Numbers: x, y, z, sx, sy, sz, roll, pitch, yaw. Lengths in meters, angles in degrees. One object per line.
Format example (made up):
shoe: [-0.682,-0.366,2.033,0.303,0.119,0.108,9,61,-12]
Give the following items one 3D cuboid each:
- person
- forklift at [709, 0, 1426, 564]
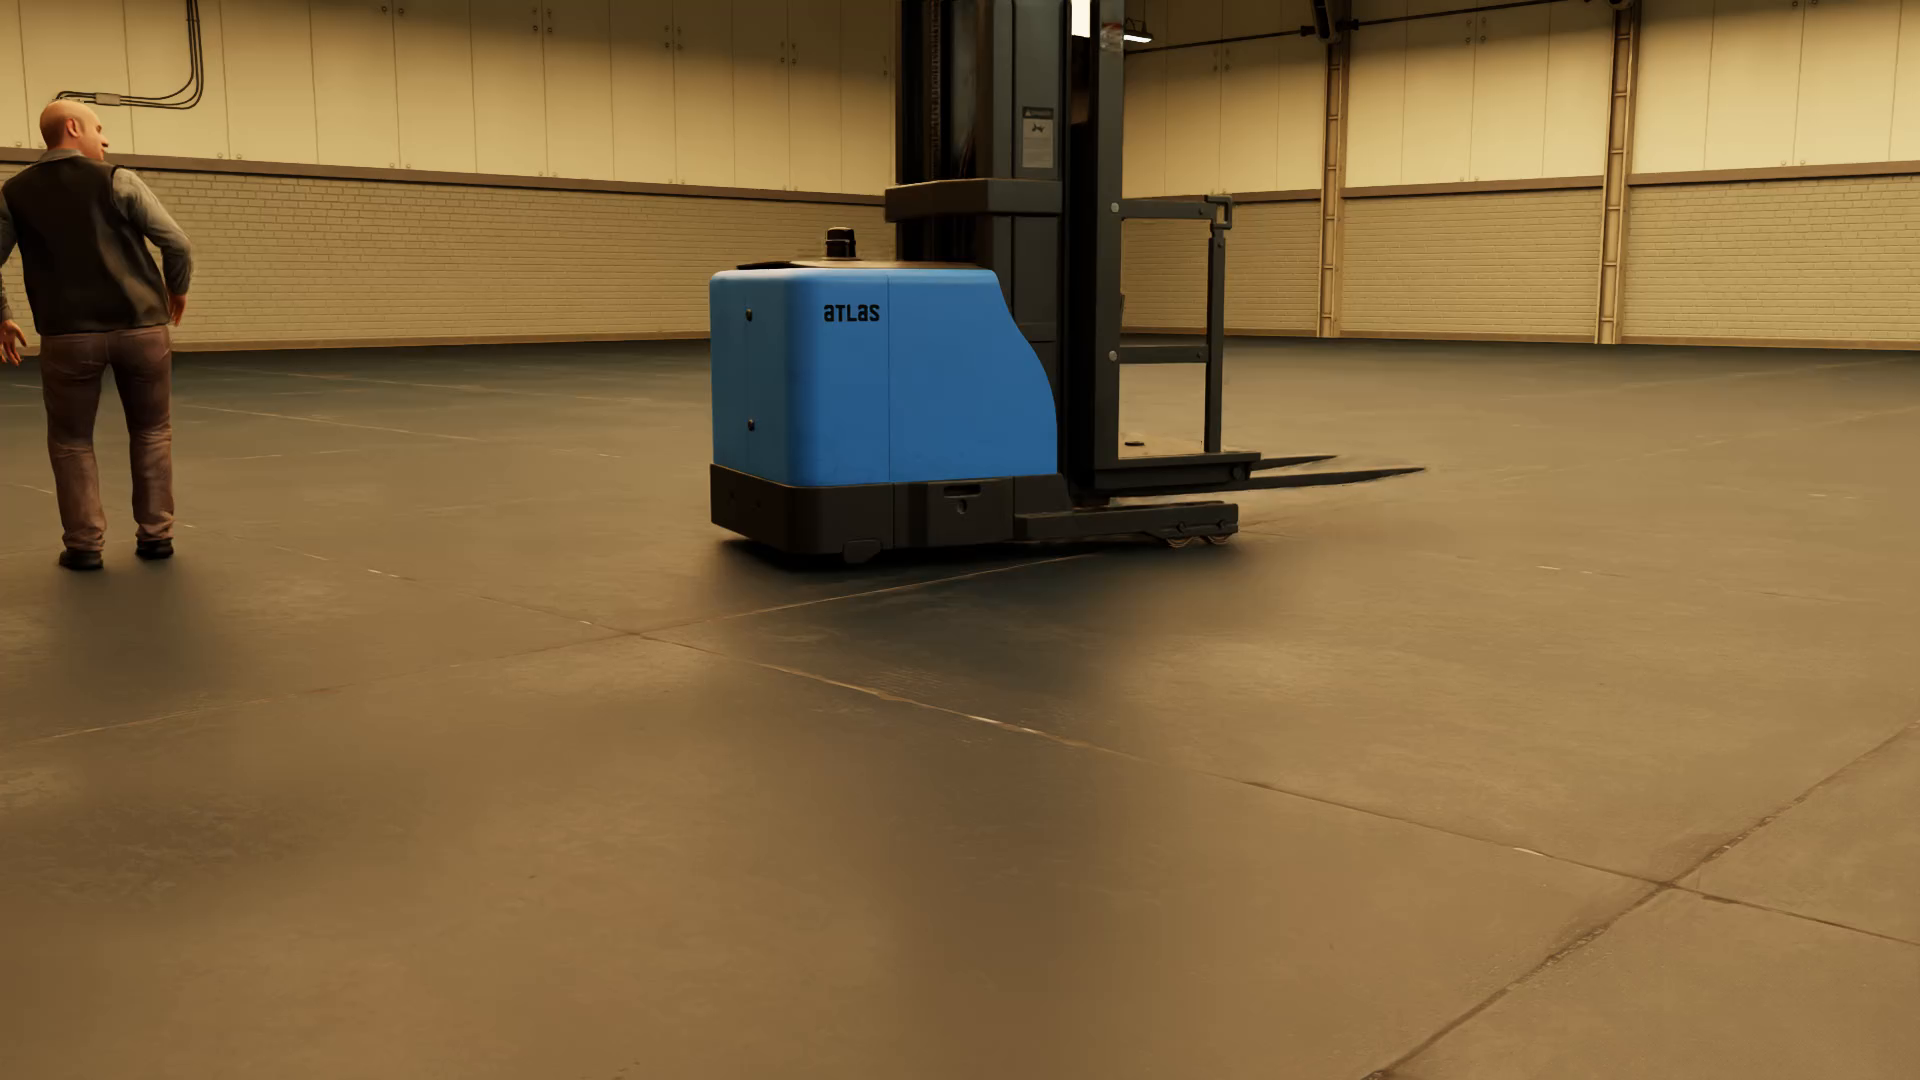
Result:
person: [-3.185,-0.745,6.080,0.737,1.683,0.519,-4,9,-22]
forklift: [0.547,-1.490,6.767,3.031,2.935,1.130,-4,10,-26]
